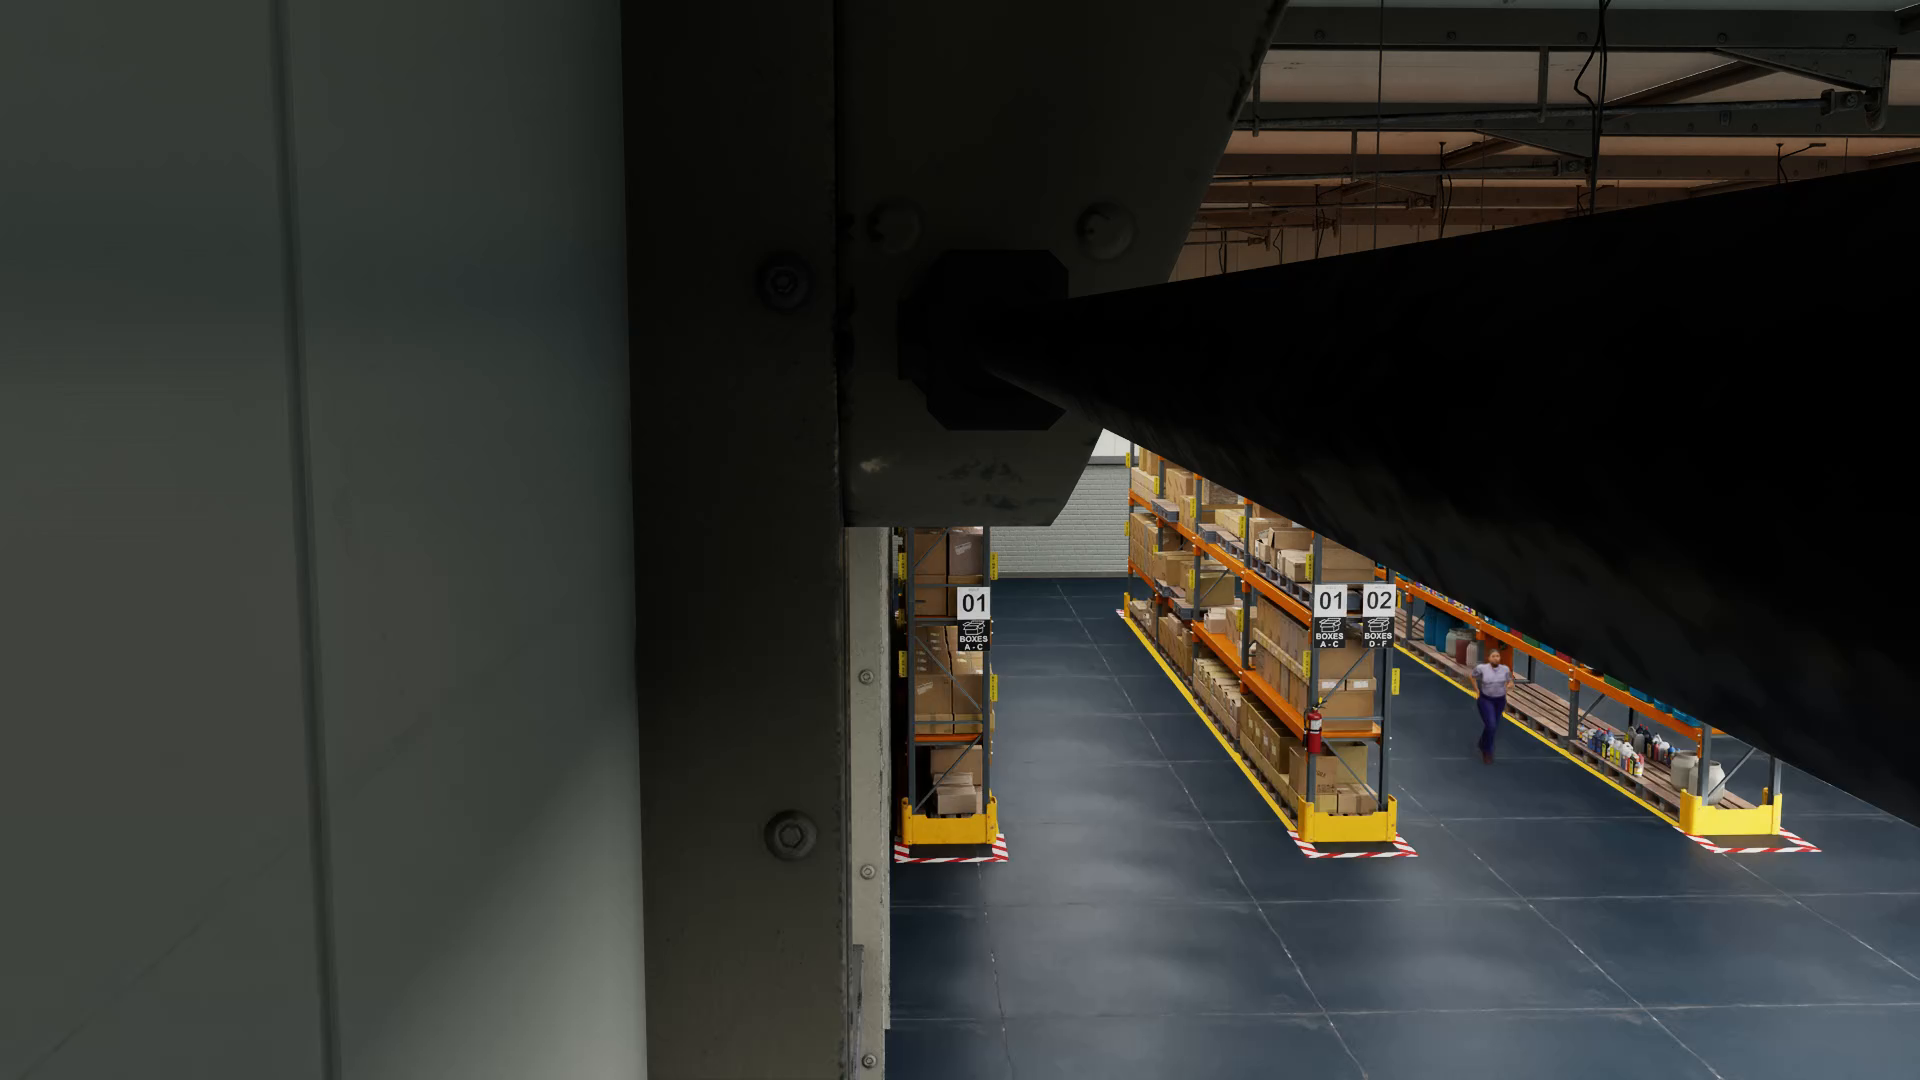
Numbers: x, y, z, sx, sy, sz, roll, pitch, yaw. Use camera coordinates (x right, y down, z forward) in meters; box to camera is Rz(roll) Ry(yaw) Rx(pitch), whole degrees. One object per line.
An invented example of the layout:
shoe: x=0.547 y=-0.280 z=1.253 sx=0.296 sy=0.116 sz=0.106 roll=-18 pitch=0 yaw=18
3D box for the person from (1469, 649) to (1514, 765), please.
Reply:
person: x=7.797 y=2.430 z=24.340 sx=0.573 sy=1.718 sz=0.746 roll=-1 pitch=7 yaw=-6
